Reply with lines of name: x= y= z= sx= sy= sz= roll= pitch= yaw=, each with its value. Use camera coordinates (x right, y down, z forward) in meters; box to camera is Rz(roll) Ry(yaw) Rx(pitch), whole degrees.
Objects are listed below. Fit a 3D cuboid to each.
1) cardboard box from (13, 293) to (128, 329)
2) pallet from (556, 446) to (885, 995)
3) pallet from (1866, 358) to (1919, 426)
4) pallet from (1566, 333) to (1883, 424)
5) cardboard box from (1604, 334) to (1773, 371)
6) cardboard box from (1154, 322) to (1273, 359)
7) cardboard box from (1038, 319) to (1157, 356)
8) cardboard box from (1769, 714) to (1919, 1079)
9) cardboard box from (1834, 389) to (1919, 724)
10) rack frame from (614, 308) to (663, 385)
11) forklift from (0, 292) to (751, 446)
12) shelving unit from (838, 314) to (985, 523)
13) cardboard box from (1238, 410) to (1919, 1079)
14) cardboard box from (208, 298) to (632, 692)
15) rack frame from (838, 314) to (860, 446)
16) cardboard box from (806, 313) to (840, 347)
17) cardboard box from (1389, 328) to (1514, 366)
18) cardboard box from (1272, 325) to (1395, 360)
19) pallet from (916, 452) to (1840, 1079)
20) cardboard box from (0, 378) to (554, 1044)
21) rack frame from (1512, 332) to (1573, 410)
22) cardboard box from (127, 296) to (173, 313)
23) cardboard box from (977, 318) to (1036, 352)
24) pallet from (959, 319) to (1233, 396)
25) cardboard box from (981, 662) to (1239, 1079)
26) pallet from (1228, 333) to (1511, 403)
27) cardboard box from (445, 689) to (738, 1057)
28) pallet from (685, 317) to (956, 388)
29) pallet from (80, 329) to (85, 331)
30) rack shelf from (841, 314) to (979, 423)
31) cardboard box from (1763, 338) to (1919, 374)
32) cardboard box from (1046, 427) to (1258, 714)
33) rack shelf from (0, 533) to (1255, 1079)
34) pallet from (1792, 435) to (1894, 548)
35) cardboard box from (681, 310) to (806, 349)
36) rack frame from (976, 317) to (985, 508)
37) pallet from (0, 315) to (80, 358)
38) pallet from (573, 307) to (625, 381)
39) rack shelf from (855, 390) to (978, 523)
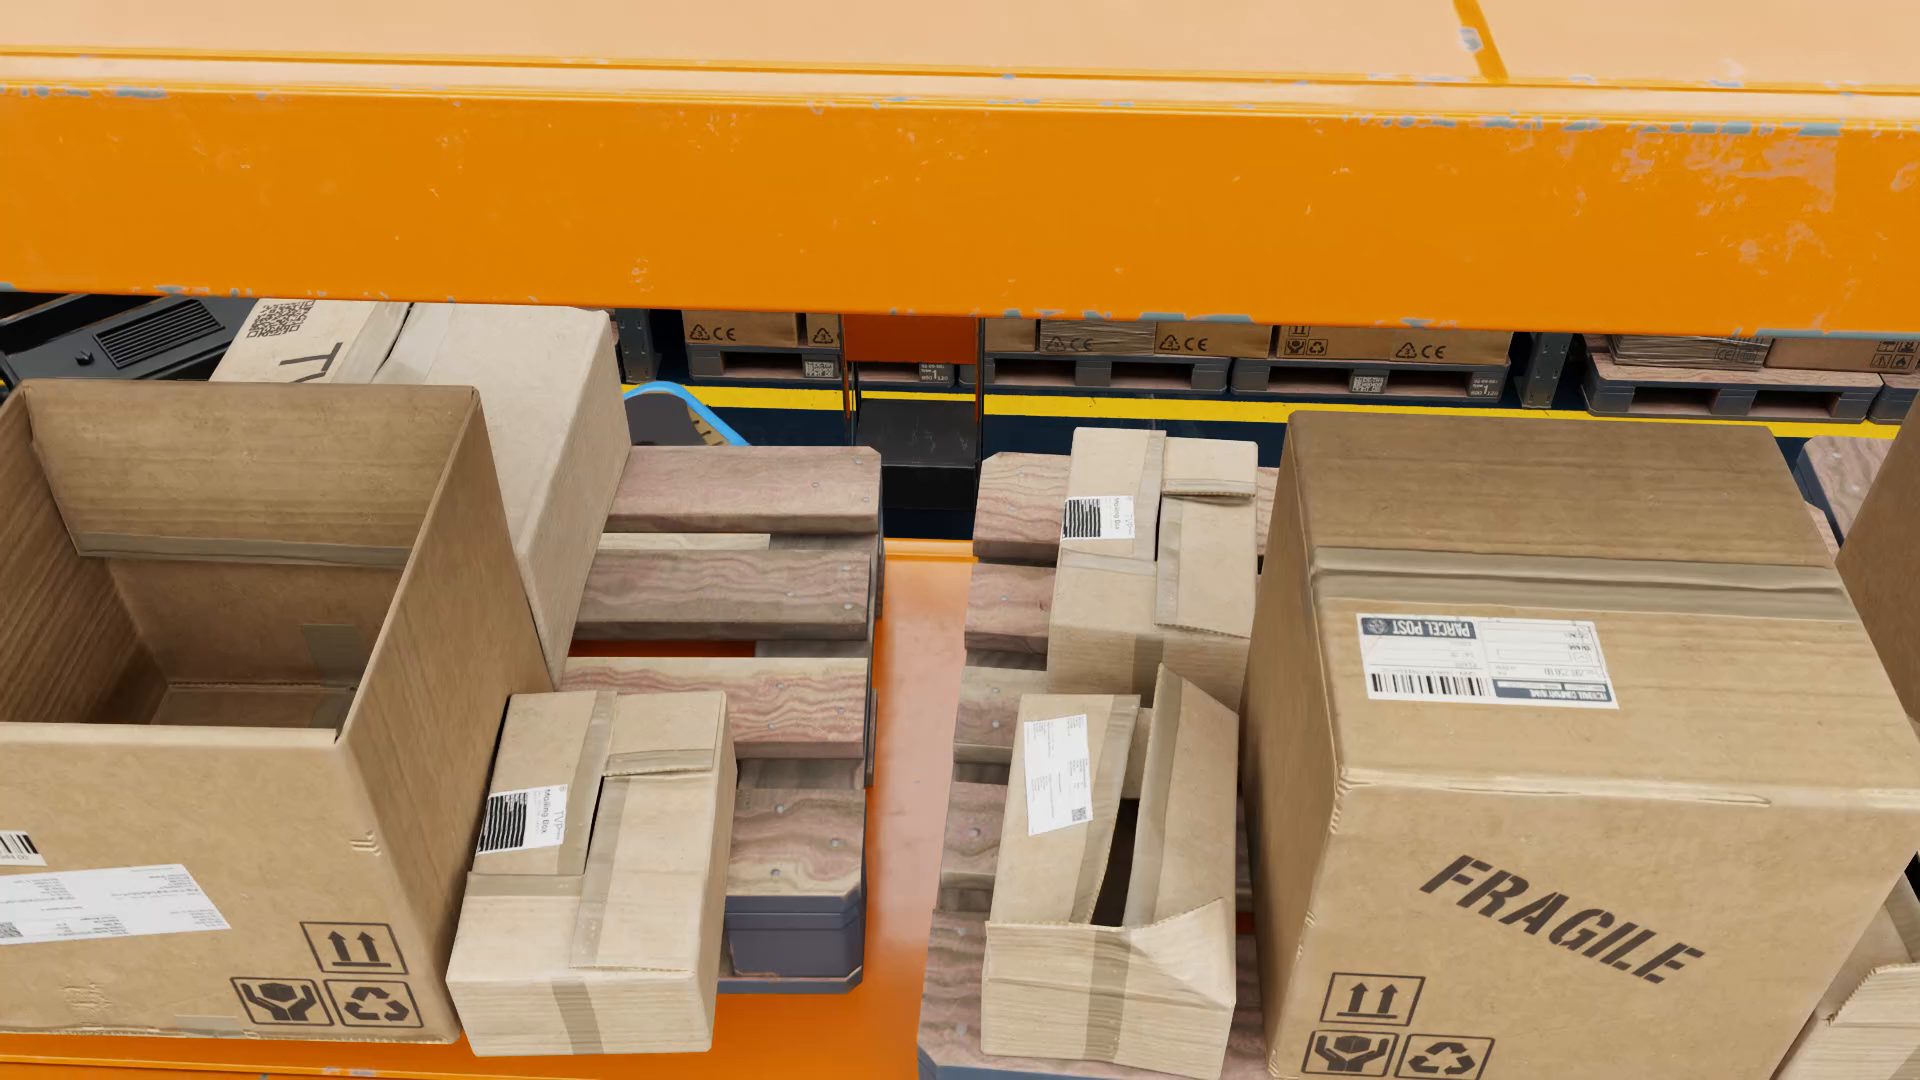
cardboard box: x=-3.957 y=-1.364 z=7.539 sx=0.500 sy=0.500 sz=0.700 roll=3 pitch=43 yaw=4
pallet: x=-0.721 y=0.209 z=2.265 sx=1.217 sy=0.209 sz=0.805 roll=0 pitch=43 yaw=0
pallet: x=4.612 y=-0.904 z=7.565 sx=1.213 sy=0.211 sz=1.003 roll=2 pitch=43 yaw=2
pallet: x=3.397 y=-0.943 z=7.607 sx=1.213 sy=0.211 sz=1.003 roll=2 pitch=43 yaw=2
cardboard box: x=3.199 y=-1.271 z=7.348 sx=0.625 sy=0.625 sz=0.875 roll=3 pitch=43 yaw=3
cardboard box: x=1.122 y=-1.157 z=7.318 sx=0.500 sy=0.500 sz=0.500 roll=3 pitch=43 yaw=4
cardboard box: x=0.602 y=-1.161 z=7.321 sx=0.500 sy=0.500 sz=0.500 roll=0 pitch=43 yaw=0
cardboard box: x=0.965 y=0.359 z=1.754 sx=0.258 sy=0.266 sz=0.396 roll=1 pitch=43 yaw=1
cardboard box: x=1.359 y=0.176 z=1.778 sx=0.500 sy=0.500 sz=0.700 roll=0 pitch=43 yaw=0
rack frame: x=-1.420 y=-2.138 z=6.844 sx=0.127 sy=3.000 sz=1.000 roll=2 pitch=43 yaw=2
forklift: x=-1.848 y=0.030 z=4.568 sx=3.031 sy=2.935 sz=1.130 roll=-30 pitch=51 yaw=-28
shelving unit: x=-0.165 y=-0.773 z=6.040 sx=0.503 sy=2.100 sz=0.431 roll=2 pitch=43 yaw=2
cardboard box: x=0.583 y=0.221 z=1.731 sx=0.500 sy=0.500 sz=0.500 roll=2 pitch=43 yaw=2
cardboard box: x=-0.750 y=-0.092 z=2.205 sx=0.500 sy=0.311 sz=0.500 roll=2 pitch=43 yaw=2
rack frame: x=-0.409 y=-0.781 z=6.048 sx=0.015 sy=2.100 sz=0.400 roll=2 pitch=43 yaw=2
cardboard box: x=-0.414 y=-1.199 z=7.362 sx=0.500 sy=0.500 sz=0.500 roll=1 pitch=43 yaw=1
cardboard box: x=2.144 y=-1.121 z=7.278 sx=0.500 sy=0.500 sz=0.500 roll=3 pitch=43 yaw=3
cardboard box: x=1.645 y=-1.143 z=7.302 sx=0.500 sy=0.500 sz=0.500 roll=1 pitch=43 yaw=1
pallet: x=0.593 y=0.321 z=2.143 sx=1.213 sy=0.211 sz=1.003 roll=4 pitch=43 yaw=4
cardboard box: x=-0.772 y=0.179 z=1.775 sx=0.500 sy=0.500 sz=0.500 roll=1 pitch=43 yaw=1
rack frame: x=2.576 y=-2.015 z=6.712 sx=0.127 sy=3.000 sz=1.000 roll=2 pitch=43 yaw=2
cardboard box: x=-3.433 y=-1.279 z=7.448 sx=0.500 sy=0.500 sz=0.500 roll=3 pitch=43 yaw=3
cardboard box: x=0.084 y=-1.181 z=7.343 sx=0.500 sy=0.500 sz=0.500 roll=1 pitch=43 yaw=1
pallet: x=0.616 y=-1.083 z=7.757 sx=1.213 sy=0.211 sz=1.003 roll=2 pitch=43 yaw=2
cardboard box: x=0.170 y=0.335 z=1.780 sx=0.258 sy=0.266 sz=0.396 roll=5 pitch=43 yaw=5
pallet: x=1.832 y=-1.043 z=7.715 sx=1.213 sy=0.211 sz=1.003 roll=2 pitch=43 yaw=2
cardboard box: x=-0.391 y=0.354 z=1.832 sx=0.250 sy=0.166 sz=0.380 roll=-1 pitch=43 yaw=-1
pallet: x=-0.605 y=-1.118 z=7.796 sx=1.213 sy=0.211 sz=1.003 roll=2 pitch=43 yaw=2
pallet: x=-3.328 y=-1.175 z=7.856 sx=1.213 sy=0.211 sz=1.003 roll=2 pitch=43 yaw=2
rack shelf: x=-0.165 y=-0.763 z=6.049 sx=0.480 sy=0.518 sz=0.431 roll=2 pitch=43 yaw=2
cardboard box: x=3.852 y=-1.257 z=7.332 sx=0.625 sy=0.625 sz=0.875 roll=3 pitch=43 yaw=3
cardboard box: x=0.256 y=0.032 z=2.177 sx=0.250 sy=0.166 sz=0.380 roll=5 pitch=43 yaw=5
rack shelf: x=0.358 y=0.469 z=2.373 sx=4.000 sy=0.370 sz=1.077 roll=2 pitch=43 yaw=2
pallet: x=1.711 y=0.353 z=2.109 sx=1.003 sy=0.211 sz=1.213 roll=4 pitch=43 yaw=4
cardboard box: x=-0.947 y=-1.209 z=7.373 sx=0.500 sy=0.500 sz=0.500 roll=3 pitch=43 yaw=4
rack frame: x=0.078 y=-0.766 z=6.032 sx=0.015 sy=2.100 sz=0.400 roll=2 pitch=43 yaw=2
pallet: x=-4.543 y=-1.214 z=7.899 sx=1.213 sy=0.211 sz=1.003 roll=2 pitch=43 yaw=2
pallet: x=-2.106 y=-1.139 z=7.818 sx=1.213 sy=0.211 sz=1.003 roll=2 pitch=43 yaw=2
rack shelf: x=-0.165 y=-0.251 z=6.526 sx=0.480 sy=0.518 sz=0.431 roll=2 pitch=43 yaw=2
